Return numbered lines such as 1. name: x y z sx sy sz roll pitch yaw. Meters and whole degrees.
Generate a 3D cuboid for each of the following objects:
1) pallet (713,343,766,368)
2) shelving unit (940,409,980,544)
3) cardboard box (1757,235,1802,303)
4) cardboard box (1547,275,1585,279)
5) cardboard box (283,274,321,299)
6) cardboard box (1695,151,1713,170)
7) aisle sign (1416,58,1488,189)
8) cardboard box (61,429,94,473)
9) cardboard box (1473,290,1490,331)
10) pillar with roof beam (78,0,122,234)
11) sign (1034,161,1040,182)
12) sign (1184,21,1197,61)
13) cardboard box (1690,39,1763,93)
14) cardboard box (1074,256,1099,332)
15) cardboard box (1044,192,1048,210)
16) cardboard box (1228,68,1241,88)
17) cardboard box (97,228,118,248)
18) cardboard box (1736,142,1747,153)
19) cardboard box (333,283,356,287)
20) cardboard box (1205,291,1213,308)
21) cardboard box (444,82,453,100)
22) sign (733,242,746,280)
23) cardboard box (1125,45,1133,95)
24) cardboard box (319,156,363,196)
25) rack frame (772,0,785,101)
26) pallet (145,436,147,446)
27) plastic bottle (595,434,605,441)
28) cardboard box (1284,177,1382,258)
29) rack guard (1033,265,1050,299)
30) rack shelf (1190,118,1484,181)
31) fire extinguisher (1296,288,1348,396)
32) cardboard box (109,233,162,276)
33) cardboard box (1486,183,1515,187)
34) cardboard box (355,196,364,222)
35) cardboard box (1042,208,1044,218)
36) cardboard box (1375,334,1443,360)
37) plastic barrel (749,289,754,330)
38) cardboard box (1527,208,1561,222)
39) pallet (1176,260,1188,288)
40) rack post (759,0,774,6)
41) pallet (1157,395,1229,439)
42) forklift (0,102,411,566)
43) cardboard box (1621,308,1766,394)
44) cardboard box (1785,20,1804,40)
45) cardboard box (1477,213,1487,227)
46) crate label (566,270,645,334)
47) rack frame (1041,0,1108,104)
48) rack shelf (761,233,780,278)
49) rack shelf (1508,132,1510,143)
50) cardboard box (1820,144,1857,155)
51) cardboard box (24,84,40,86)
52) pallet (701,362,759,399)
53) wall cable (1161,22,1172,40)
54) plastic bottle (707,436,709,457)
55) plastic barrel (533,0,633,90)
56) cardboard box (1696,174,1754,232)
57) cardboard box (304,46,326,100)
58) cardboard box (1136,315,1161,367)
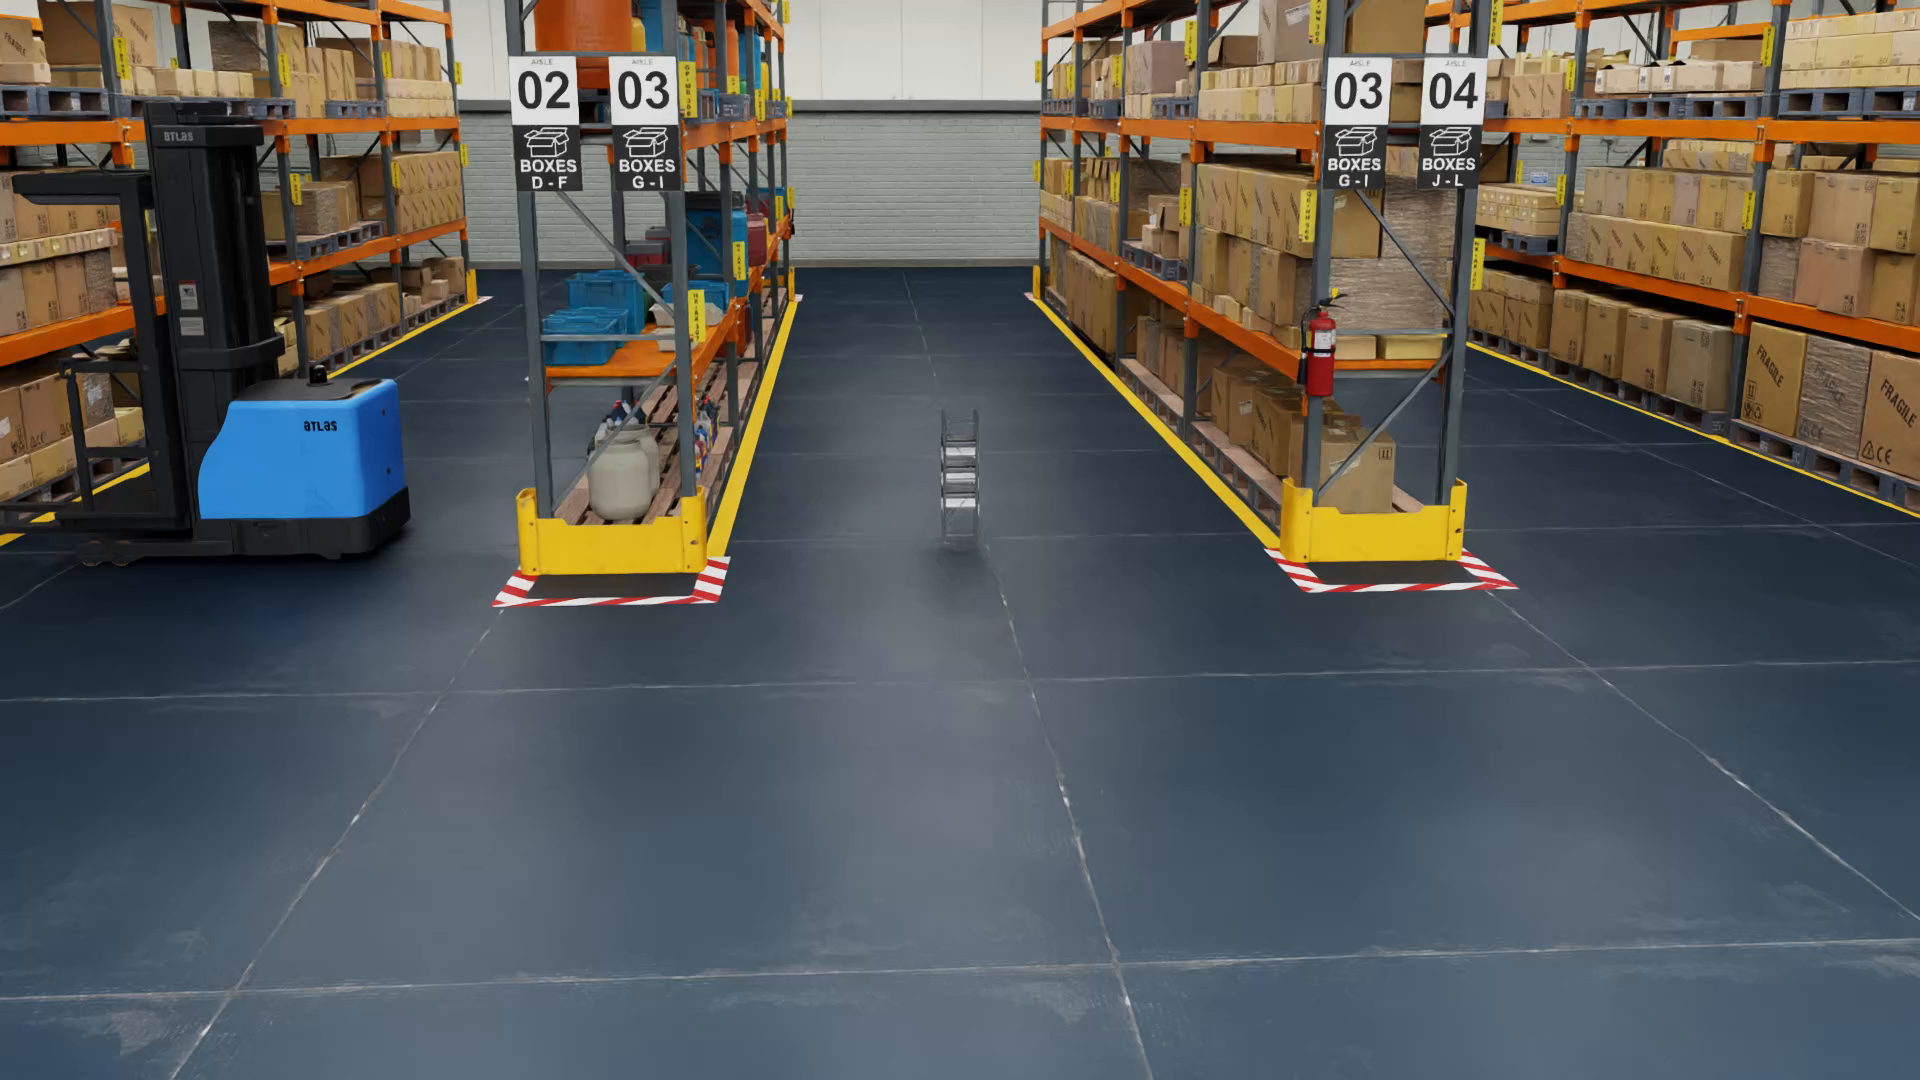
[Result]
1. pallet: -2.780 -2.092 19.235 1.003 0.211 1.213 -1 14 -3
2. shelving unit: 0.000 -0.438 11.422 0.258 0.900 0.210 -1 14 -3
3. cardboard box: 7.494 -2.361 14.384 0.875 0.550 0.550 -1 14 -3
4. cardboard box: 7.378 -3.033 19.962 0.500 0.250 0.500 -1 14 -4
5. cardboard box: -8.001 -3.035 19.930 0.500 0.250 0.500 -1 14 -4
6. cardboard box: 11.474 -5.619 25.138 0.500 0.500 0.500 -1 14 -4
7. aisle sign: 3.053 -2.582 10.326 0.394 0.787 0.004 -1 14 -3
8. cardboard box: -7.072 -0.688 12.857 0.500 0.250 0.500 -1 14 -3
9. cardboard box: 6.825 -2.913 21.003 0.500 0.500 0.500 -1 14 -2
10. pillar with roof beam: -9.807 -8.714 27.335 9.100 9.000 0.400 -1 14 -3
11. sign: 1.204 -5.764 26.012 0.100 0.325 0.005 -1 14 -3
12. sign: 1.948 -4.213 14.034 0.100 0.325 0.005 -1 14 -3
13. cardboard box: 7.598 -4.700 16.510 0.500 0.500 0.500 -1 14 -3
14. cardboard box: 2.122 -3.112 21.023 1.225 0.875 0.875 -1 14 -5
15. cardboard box: 1.558 -5.132 25.157 0.500 0.250 0.500 -1 14 -4
16. cardboard box: 2.282 -3.556 12.807 0.380 0.149 0.250 -1 14 -4
17. cardboard box: -7.155 -2.475 13.624 0.380 0.149 0.250 -1 14 -3
18. cardboard box: 11.545 -5.709 24.186 0.380 0.149 0.250 -1 14 -5
19. cardboard box: -8.094 -3.045 21.475 0.500 0.500 0.500 -2 15 -6
20. cardboard box: 2.261 -2.025 13.881 0.380 0.149 0.250 -1 14 -3
21. cardboard box: -7.843 -6.660 24.668 0.500 0.250 0.500 -1 14 -3
22. sign: -1.892 -2.392 14.249 0.100 0.325 0.005 -1 14 -3
23. cardboard box: 2.027 -4.946 17.507 0.500 0.500 0.500 -1 14 -3
24. cardboard box: -8.171 -4.821 22.037 0.500 0.500 0.500 -1 14 -3
25. rack frame: -3.185 -8.142 25.113 1.000 3.000 0.127 -1 14 -3
26. pallet: -7.470 -1.009 15.025 1.003 0.211 1.213 -1 14 -3
27. plastic bottle: -2.733 -0.665 12.674 0.152 0.276 0.135 -1 14 -3
28. cardboard box: 2.469 -2.144 11.035 0.500 0.500 0.500 -1 14 -3
29. rack guard: 1.757 -4.109 26.492 1.175 0.500 0.348 -1 14 -3
30. rack shelf: 2.626 -2.936 12.341 1.077 0.370 4.000 -1 14 -3
31. fire extinguisher: 2.297 -1.261 10.563 0.296 0.674 0.183 -1 14 -3
32. cardboard box: -7.449 -2.548 15.208 0.500 0.500 0.500 0 14 1
33. cardboard box: 7.183 -4.643 22.020 0.380 0.149 0.250 0 14 -1
34. cardboard box: -8.168 -4.335 22.156 0.500 0.500 0.500 -1 14 -3
35. cardboard box: 1.469 -5.035 25.578 0.380 0.149 0.250 -1 14 -4
36. cardboard box: 2.970 -1.287 11.013 0.380 0.149 0.250 -1 14 -3
37. plastic barrel: -2.876 -3.118 20.992 0.600 0.901 0.708 -1 14 -3
38. cardboard box: 6.726 -3.717 19.017 0.380 0.149 0.250 -1 14 -2
39. pallet: 2.600 -2.428 15.330 1.003 0.211 1.213 -1 14 -3
40. rack post: -2.685 -6.404 19.360 0.937 0.300 0.954 1 14 3
41. pallet: 2.452 -1.172 15.658 1.003 0.211 1.213 -1 14 -3
42. forklift: -5.407 -1.381 11.013 3.031 2.935 1.130 0 14 -2
43. cardboard box: 7.275 -1.887 16.514 1.050 0.750 0.750 -1 14 -3
44. cardboard box: 7.142 -4.254 13.880 0.380 0.149 0.250 -1 14 -3
45. cardboard box: 6.627 -3.959 20.556 0.380 0.149 0.250 -2 15 -6
46. crate label: -2.578 -1.728 12.153 0.502 0.435 0.616 -1 14 -3
47. rack frame: 1.759 -8.219 25.410 1.000 3.000 0.127 -1 14 -3
48. rack shelf: -2.813 -3.396 20.151 1.077 0.370 4.000 -1 14 -3
49. rack shelf: 6.839 -5.972 24.140 1.077 0.370 4.000 -1 14 -3
50. cardboard box: 12.137 -5.401 22.989 0.380 0.149 0.250 -1 14 -4
51. cardboard box: -12.622 -6.024 22.157 0.500 0.250 0.500 -1 14 -5
52. pallet: -2.680 -1.704 17.724 1.003 0.211 1.213 -1 14 -3
53. wall cable: 4.848 -11.236 30.682 2.277 5.999 0.120 -1 14 -3
54. plastic bottle: -2.041 -0.757 13.182 0.097 0.201 0.097 0 14 0
55. plastic barrel: -2.350 -3.241 10.377 0.600 0.830 0.708 -1 14 -3
56. cardboard box: 7.388 -3.164 15.598 0.700 0.500 0.500 -1 14 -4
57. cardboard box: -7.838 -5.461 19.469 0.600 0.600 0.600 -1 15 -6
58. cardboard box: 2.316 -2.160 18.035 0.700 0.500 0.500 -2 15 -6
